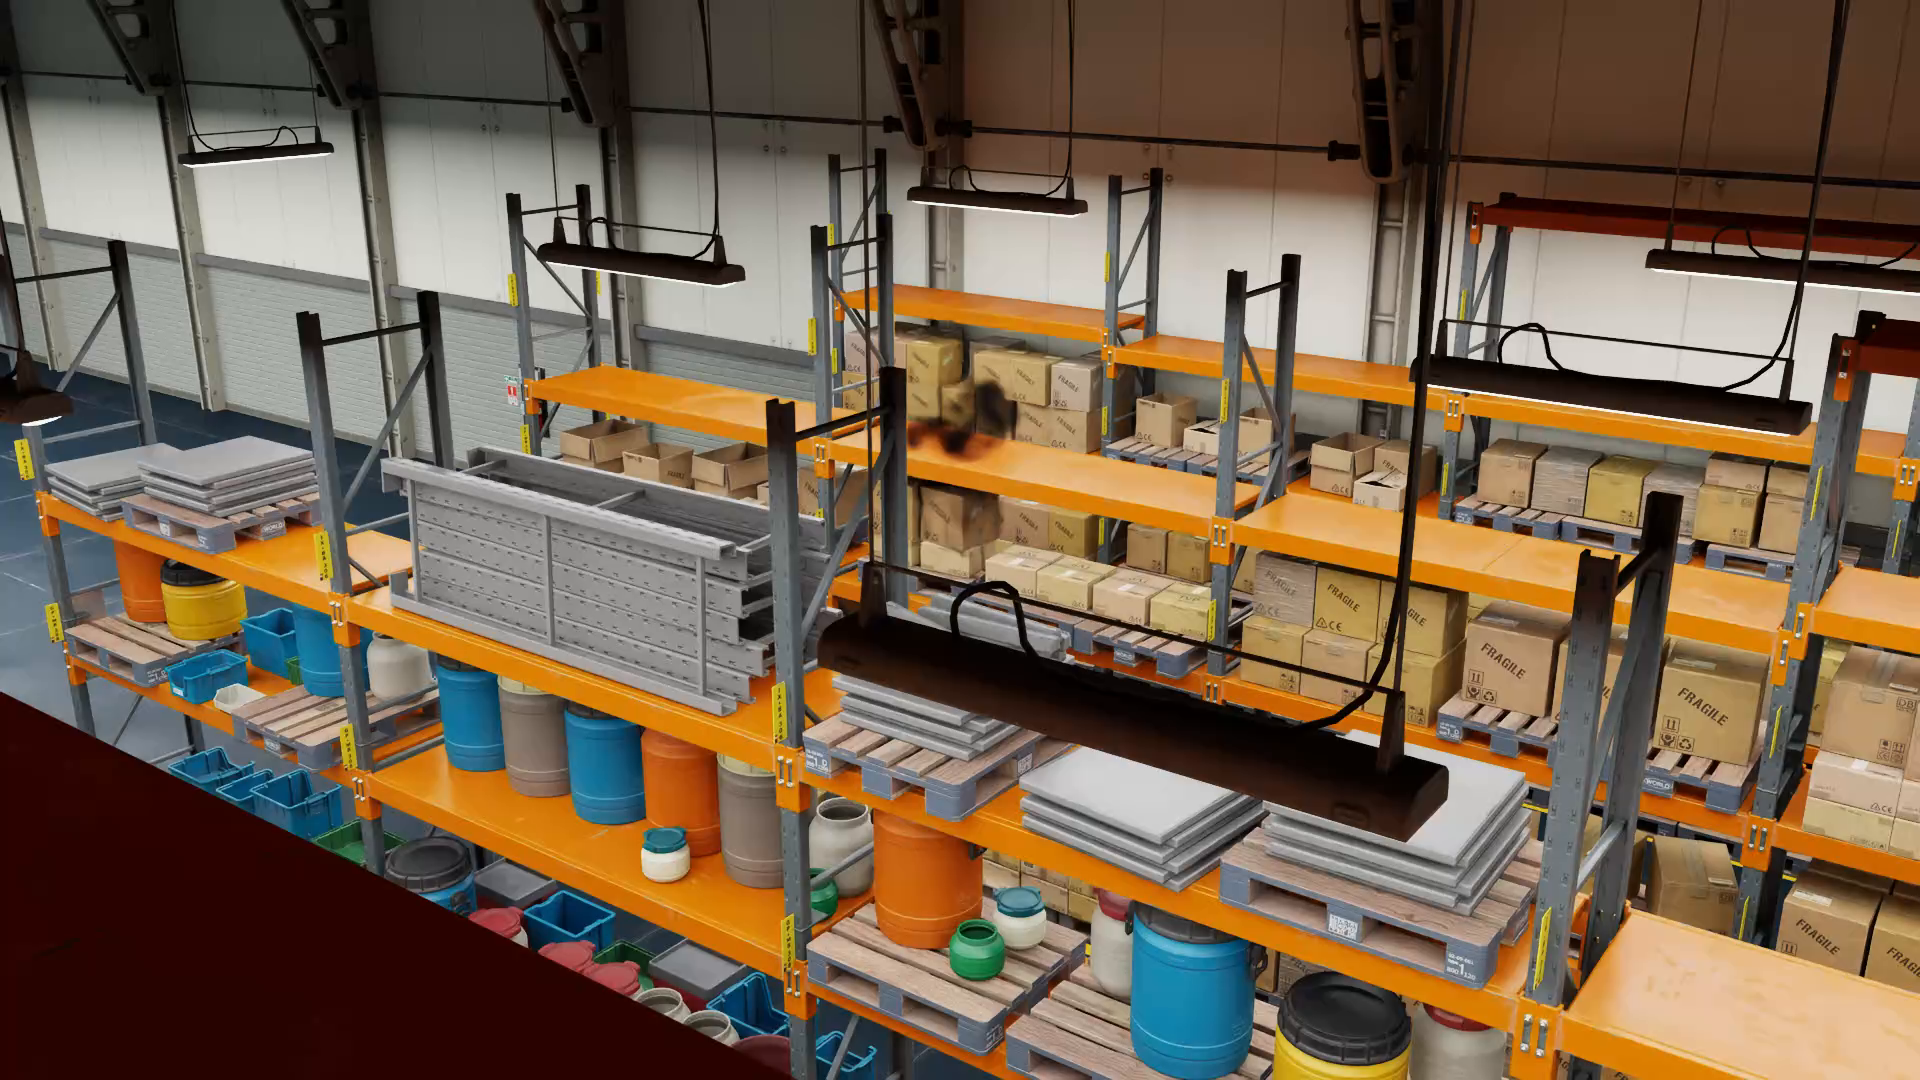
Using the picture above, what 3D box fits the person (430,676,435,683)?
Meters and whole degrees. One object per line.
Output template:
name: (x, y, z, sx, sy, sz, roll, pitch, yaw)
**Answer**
person: (-6.450, 1.120, 18.949, 0.926, 1.817, 0.690, -8, 20, -22)
